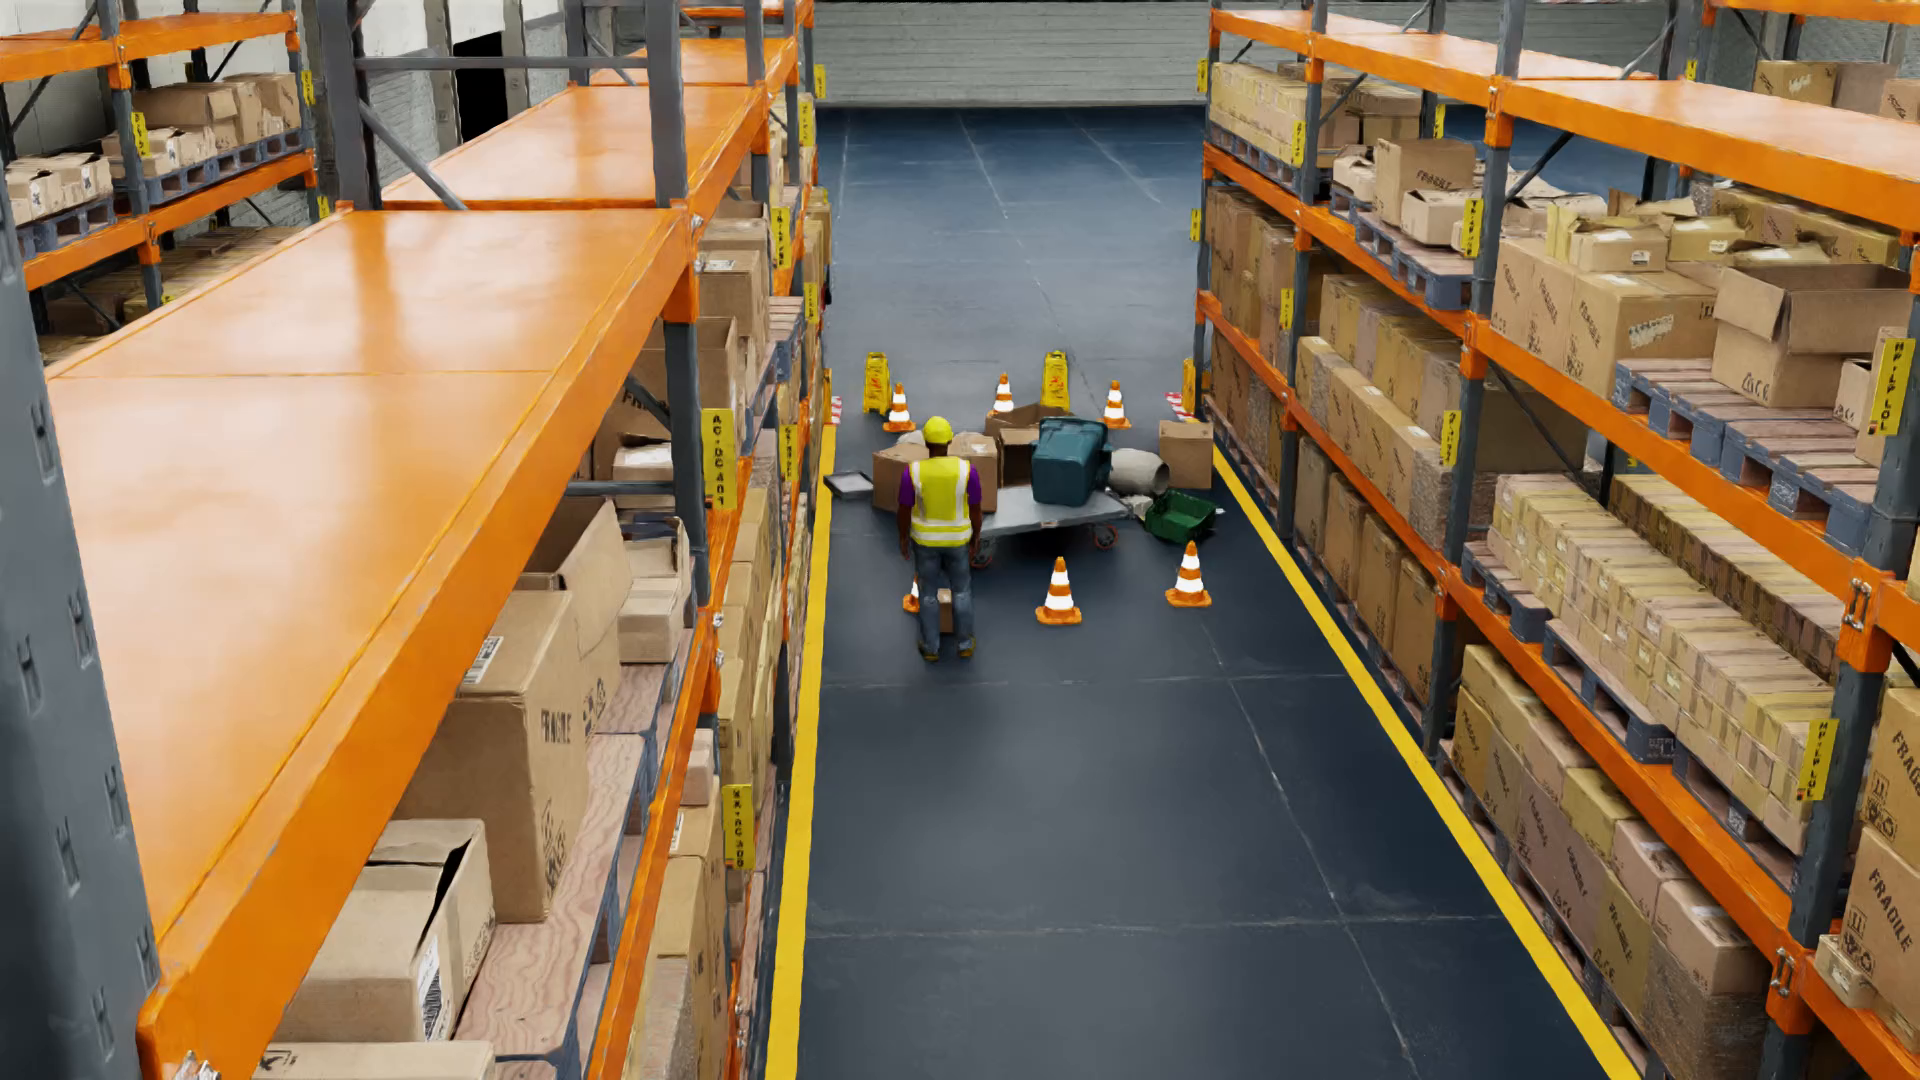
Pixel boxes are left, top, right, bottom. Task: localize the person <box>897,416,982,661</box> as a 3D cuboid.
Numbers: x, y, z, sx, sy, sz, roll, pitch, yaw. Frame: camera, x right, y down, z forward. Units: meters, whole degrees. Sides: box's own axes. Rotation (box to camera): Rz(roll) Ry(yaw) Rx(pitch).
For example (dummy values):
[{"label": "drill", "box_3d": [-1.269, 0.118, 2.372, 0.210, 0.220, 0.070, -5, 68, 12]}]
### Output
[{"label": "person", "box_3d": [-0.142, -0.019, 11.594, 0.586, 1.765, 0.426, -1, 20, -2]}]
